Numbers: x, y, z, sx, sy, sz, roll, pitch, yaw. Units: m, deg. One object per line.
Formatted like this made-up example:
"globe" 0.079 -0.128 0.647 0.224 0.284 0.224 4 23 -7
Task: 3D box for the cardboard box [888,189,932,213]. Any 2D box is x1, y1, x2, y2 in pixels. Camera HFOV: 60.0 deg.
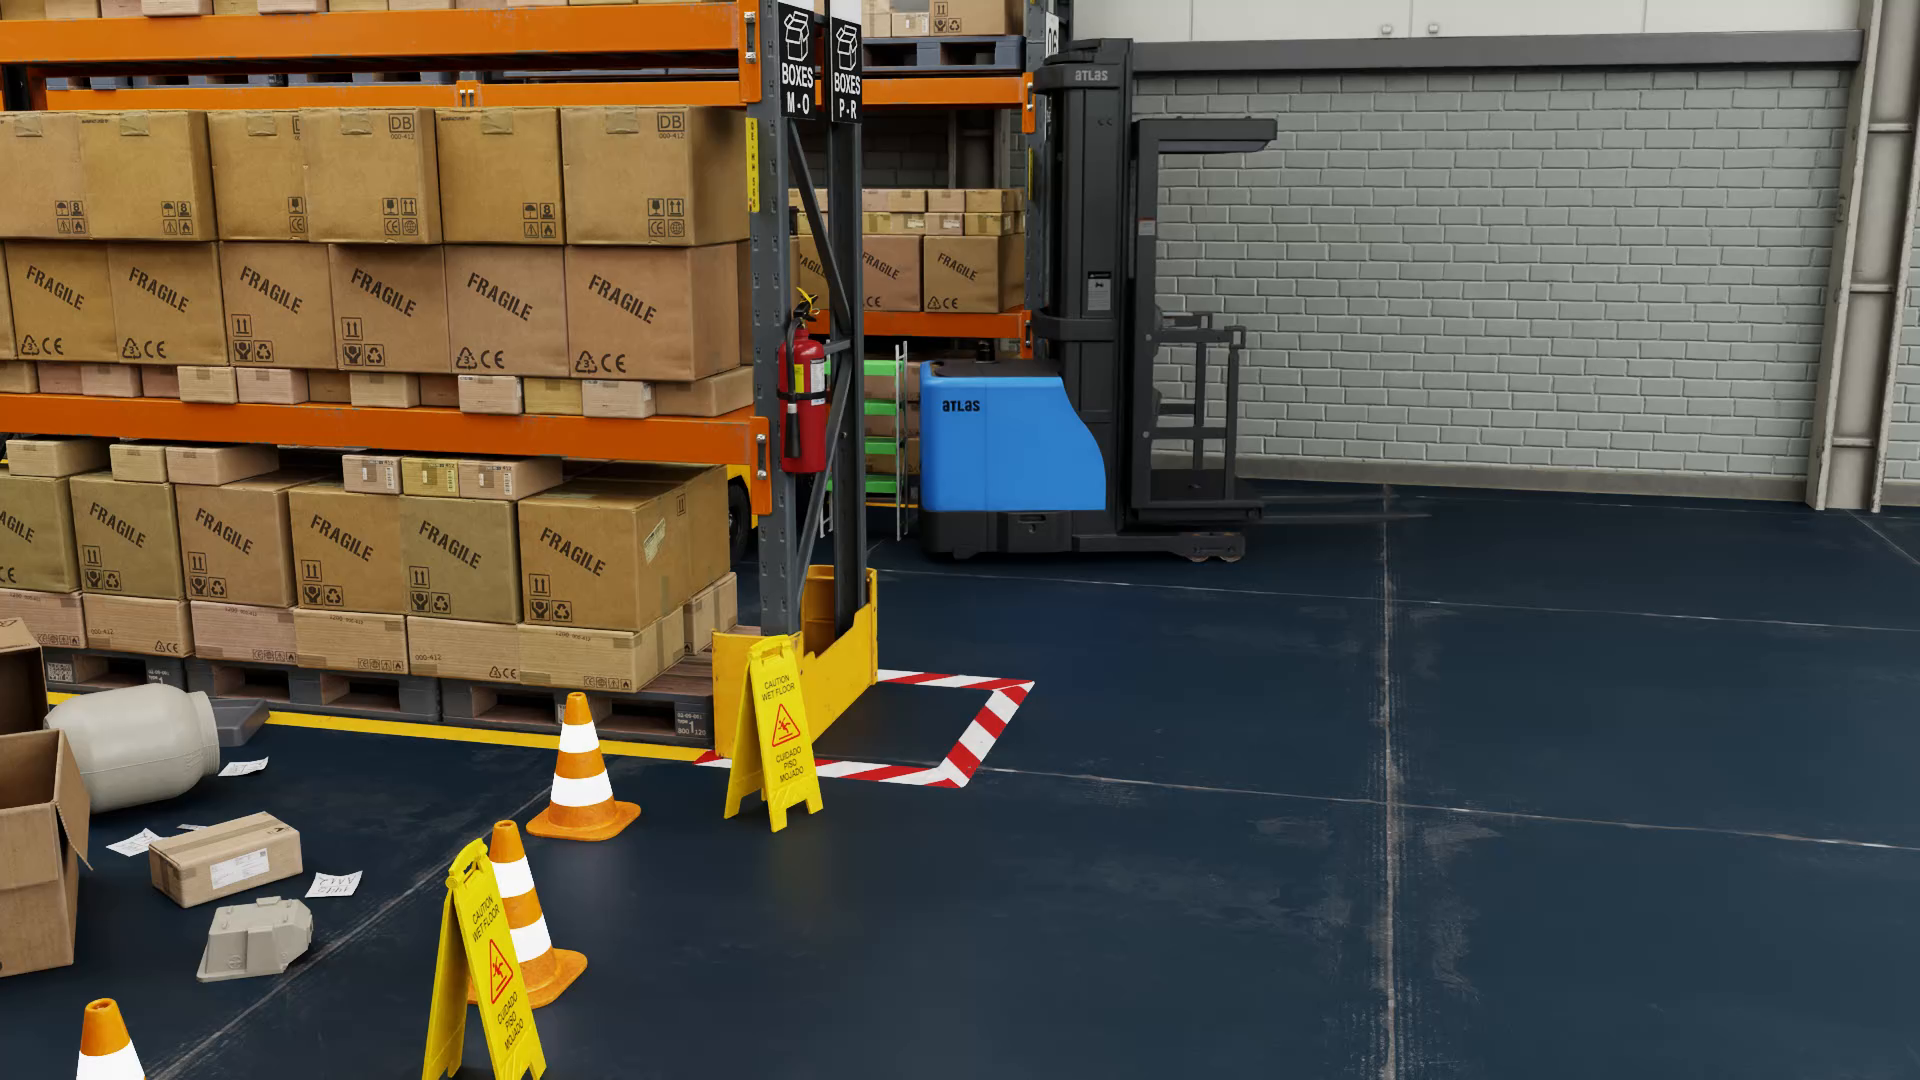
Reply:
"cardboard box" -0.306 -2.275 11.148 0.250 0.149 0.380 3 13 15

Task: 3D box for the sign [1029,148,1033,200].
"sign" 0.456 -2.344 10.651 0.005 0.325 0.100 3 13 14

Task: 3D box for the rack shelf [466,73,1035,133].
"rack shelf" -1.342 -2.993 11.534 4.000 0.370 1.077 3 13 14

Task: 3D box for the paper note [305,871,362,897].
"paper note" -1.981 1.087 5.264 0.142 0.019 0.148 -1 13 -6

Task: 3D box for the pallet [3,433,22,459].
"pallet" -7.884 -0.877 13.697 1.213 0.211 1.003 3 13 14

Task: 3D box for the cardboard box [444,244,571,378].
"cardboard box" -1.664 -0.923 6.552 0.500 0.500 0.500 3 13 14

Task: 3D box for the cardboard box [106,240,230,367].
"cardboard box" -3.132 -1.002 6.908 0.500 0.500 0.500 3 13 13

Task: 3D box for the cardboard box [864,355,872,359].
"cardboard box" -0.912 -1.134 11.492 0.500 0.250 0.500 3 13 14

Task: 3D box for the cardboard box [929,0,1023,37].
"cardboard box" 0.111 -3.515 10.794 0.500 0.500 0.500 3 13 15

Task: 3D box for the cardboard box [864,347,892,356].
"cardboard box" -0.791 -1.245 11.990 0.500 0.250 0.500 3 13 13

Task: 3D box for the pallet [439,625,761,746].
"pallet" -1.440 0.576 7.151 1.213 0.211 1.003 3 13 14

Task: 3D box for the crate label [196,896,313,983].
"crate label" -2.027 1.138 4.789 0.298 0.136 0.250 -4 13 -16

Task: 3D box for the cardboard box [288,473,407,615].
"cardboard box" -2.422 -0.002 6.963 0.500 0.500 0.500 3 13 12

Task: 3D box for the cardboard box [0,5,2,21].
"cardboard box" -3.986 -2.188 6.824 0.250 0.149 0.380 3 13 14

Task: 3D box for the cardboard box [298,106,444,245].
"cardboard box" -2.144 -1.427 6.516 0.500 0.500 0.700 3 13 13

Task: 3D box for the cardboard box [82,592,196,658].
"cardboard box" -3.441 0.310 7.288 0.500 0.250 0.500 4 13 17

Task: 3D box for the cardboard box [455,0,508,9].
"cardboard box" -1.729 -2.088 6.372 0.250 0.149 0.380 3 13 14

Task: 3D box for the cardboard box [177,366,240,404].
"cardboard box" -3.001 -0.665 6.885 0.250 0.149 0.380 3 13 14

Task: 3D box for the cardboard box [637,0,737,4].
"cardboard box" -1.000 -2.033 6.129 0.250 0.149 0.380 3 13 14

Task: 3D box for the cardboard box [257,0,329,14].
"cardboard box" -2.502 -2.104 6.446 0.250 0.149 0.380 3 13 13

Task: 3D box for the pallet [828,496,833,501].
"pallet" -1.334 -0.509 12.042 1.213 0.211 1.003 3 13 14

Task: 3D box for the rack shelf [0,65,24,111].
"rack shelf" -6.412 -2.157 7.764 4.000 0.370 1.077 3 13 14

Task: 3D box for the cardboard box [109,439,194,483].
"cardboard box" -3.355 -0.352 7.046 0.250 0.149 0.380 4 13 16

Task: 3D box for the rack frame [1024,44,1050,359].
"rack frame" 0.599 -1.776 11.313 0.127 3.000 1.000 3 13 14

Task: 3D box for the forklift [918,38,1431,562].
"forklift" 1.268 -1.416 9.849 3.031 2.935 1.130 -1 13 -2

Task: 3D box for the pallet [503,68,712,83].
"pallet" -2.450 -3.366 11.759 1.213 0.211 1.003 3 13 14

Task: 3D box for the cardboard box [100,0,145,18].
"cardboard box" -3.228 -2.161 6.704 0.250 0.149 0.380 3 13 12

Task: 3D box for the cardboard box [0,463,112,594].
"cardboard box" -3.962 -0.081 7.321 0.500 0.500 0.500 4 13 16

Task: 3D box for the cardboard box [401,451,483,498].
"cardboard box" -2.042 -0.283 6.733 0.250 0.149 0.380 3 13 14

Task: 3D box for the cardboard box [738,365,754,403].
"cardboard box" -0.867 -0.671 6.911 0.250 0.149 0.380 3 13 14

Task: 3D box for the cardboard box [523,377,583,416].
"cardboard box" -1.517 -0.591 6.554 0.250 0.149 0.380 3 13 13

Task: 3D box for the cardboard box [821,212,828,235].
"cardboard box" -0.805 -2.153 11.285 0.250 0.149 0.380 3 13 12

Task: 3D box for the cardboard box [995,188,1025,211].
"cardboard box" 0.324 -2.349 11.481 0.250 0.149 0.380 3 13 12

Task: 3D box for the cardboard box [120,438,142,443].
"cardboard box" -3.831 -0.194 7.831 0.500 0.500 0.500 3 13 13

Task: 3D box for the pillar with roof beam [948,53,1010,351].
"pillar with roof beam" -0.892 -4.025 7.600 0.400 9.000 9.100 3 13 14

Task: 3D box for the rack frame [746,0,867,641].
"rack frame" -0.586 -0.732 6.608 0.127 3.000 1.000 3 13 14

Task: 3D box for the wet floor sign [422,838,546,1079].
"wet floor sign" -1.172 1.049 4.017 0.232 0.644 0.267 1 13 4

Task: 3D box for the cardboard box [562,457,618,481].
"cardboard box" -1.835 -0.088 7.353 0.500 0.500 0.500 3 13 11

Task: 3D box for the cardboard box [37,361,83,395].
"cardboard box" -3.718 -0.724 7.150 0.250 0.149 0.380 3 13 13

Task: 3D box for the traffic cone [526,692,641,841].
"traffic cone" -1.313 0.755 5.761 0.334 0.463 0.336 3 13 14

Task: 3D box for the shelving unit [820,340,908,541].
"shelving unit" -0.595 -0.616 10.239 0.503 1.200 0.258 2 13 11

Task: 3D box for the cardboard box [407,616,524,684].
"cardboard box" -1.937 0.391 6.923 0.500 0.250 0.500 3 13 14

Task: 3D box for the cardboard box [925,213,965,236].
"cardboard box" -0.060 -2.108 11.080 0.250 0.149 0.380 3 13 14

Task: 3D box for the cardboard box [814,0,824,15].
"cardboard box" -0.859 -3.589 11.128 0.500 0.500 0.700 3 13 14

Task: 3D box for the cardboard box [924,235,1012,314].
"cardboard box" 0.059 -1.795 11.169 0.500 0.500 0.500 3 13 12

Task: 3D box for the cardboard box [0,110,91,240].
"cardboard box" -3.604 -1.522 6.944 0.500 0.500 0.700 3 13 14

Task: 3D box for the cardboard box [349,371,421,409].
"cardboard box" -2.259 -0.635 6.753 0.250 0.149 0.380 3 13 13

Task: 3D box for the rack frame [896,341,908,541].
"rack frame" -0.355 -0.606 10.194 0.015 1.200 0.240 2 13 11

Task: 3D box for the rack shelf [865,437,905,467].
"rack shelf" -0.595 -0.553 10.253 0.480 0.148 0.258 2 13 11

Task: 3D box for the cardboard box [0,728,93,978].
"cardboard box" -2.898 0.928 4.890 0.637 0.503 0.797 -6 14 -25

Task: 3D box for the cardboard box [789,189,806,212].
"cardboard box" -1.062 -2.306 11.288 0.250 0.149 0.380 3 13 15

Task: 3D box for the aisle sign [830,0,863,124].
"aisle sign" -0.452 -2.063 6.606 0.004 0.787 0.394 3 13 14

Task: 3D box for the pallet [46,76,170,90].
"pallet" -6.487 -3.547 12.806 1.003 0.211 1.213 4 13 16
